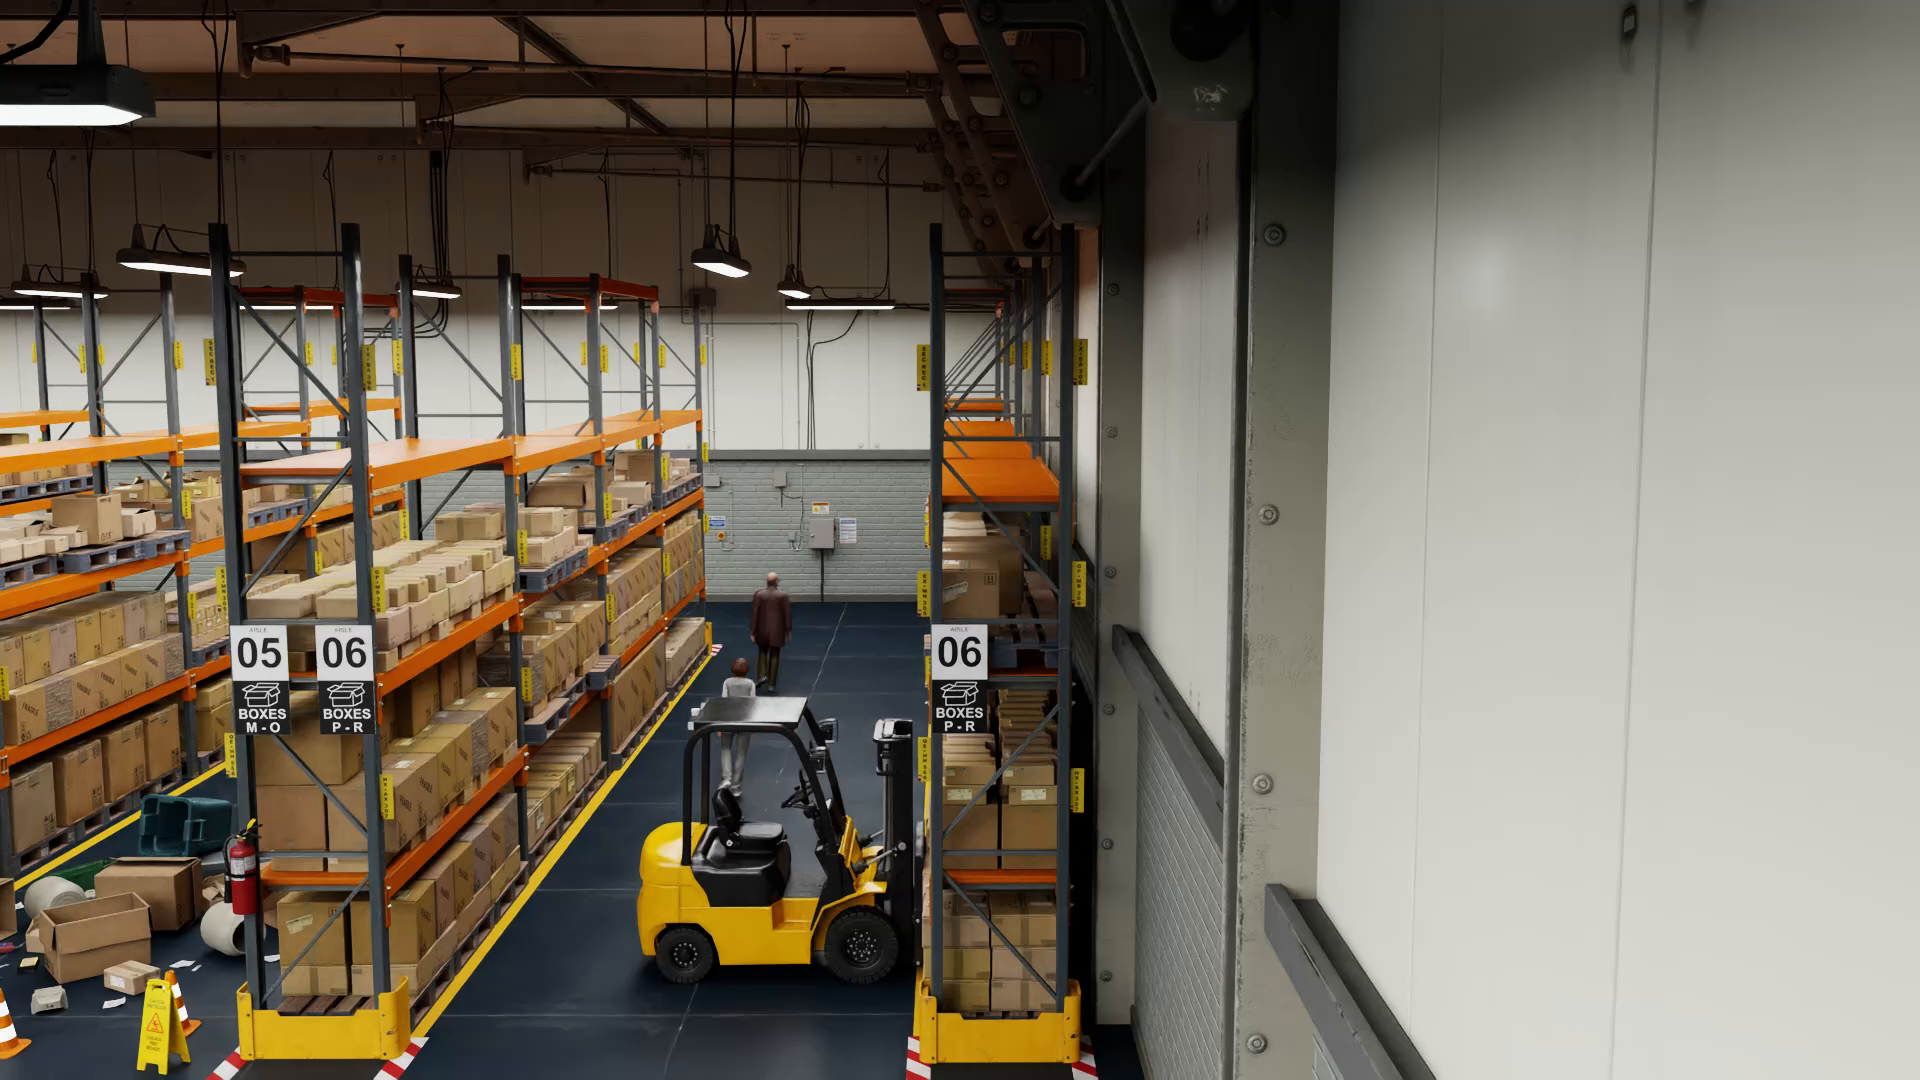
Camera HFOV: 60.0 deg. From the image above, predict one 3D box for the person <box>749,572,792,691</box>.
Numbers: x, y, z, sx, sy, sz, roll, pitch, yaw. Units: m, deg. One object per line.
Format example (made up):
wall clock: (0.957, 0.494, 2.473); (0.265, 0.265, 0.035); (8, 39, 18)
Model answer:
person: (-2.827, 1.374, 24.974); (0.630, 1.803, 0.454); (0, 7, 3)

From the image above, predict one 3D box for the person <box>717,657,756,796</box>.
person: (-2.563, 2.143, 19.098); (0.466, 1.597, 0.372); (0, 7, 1)
